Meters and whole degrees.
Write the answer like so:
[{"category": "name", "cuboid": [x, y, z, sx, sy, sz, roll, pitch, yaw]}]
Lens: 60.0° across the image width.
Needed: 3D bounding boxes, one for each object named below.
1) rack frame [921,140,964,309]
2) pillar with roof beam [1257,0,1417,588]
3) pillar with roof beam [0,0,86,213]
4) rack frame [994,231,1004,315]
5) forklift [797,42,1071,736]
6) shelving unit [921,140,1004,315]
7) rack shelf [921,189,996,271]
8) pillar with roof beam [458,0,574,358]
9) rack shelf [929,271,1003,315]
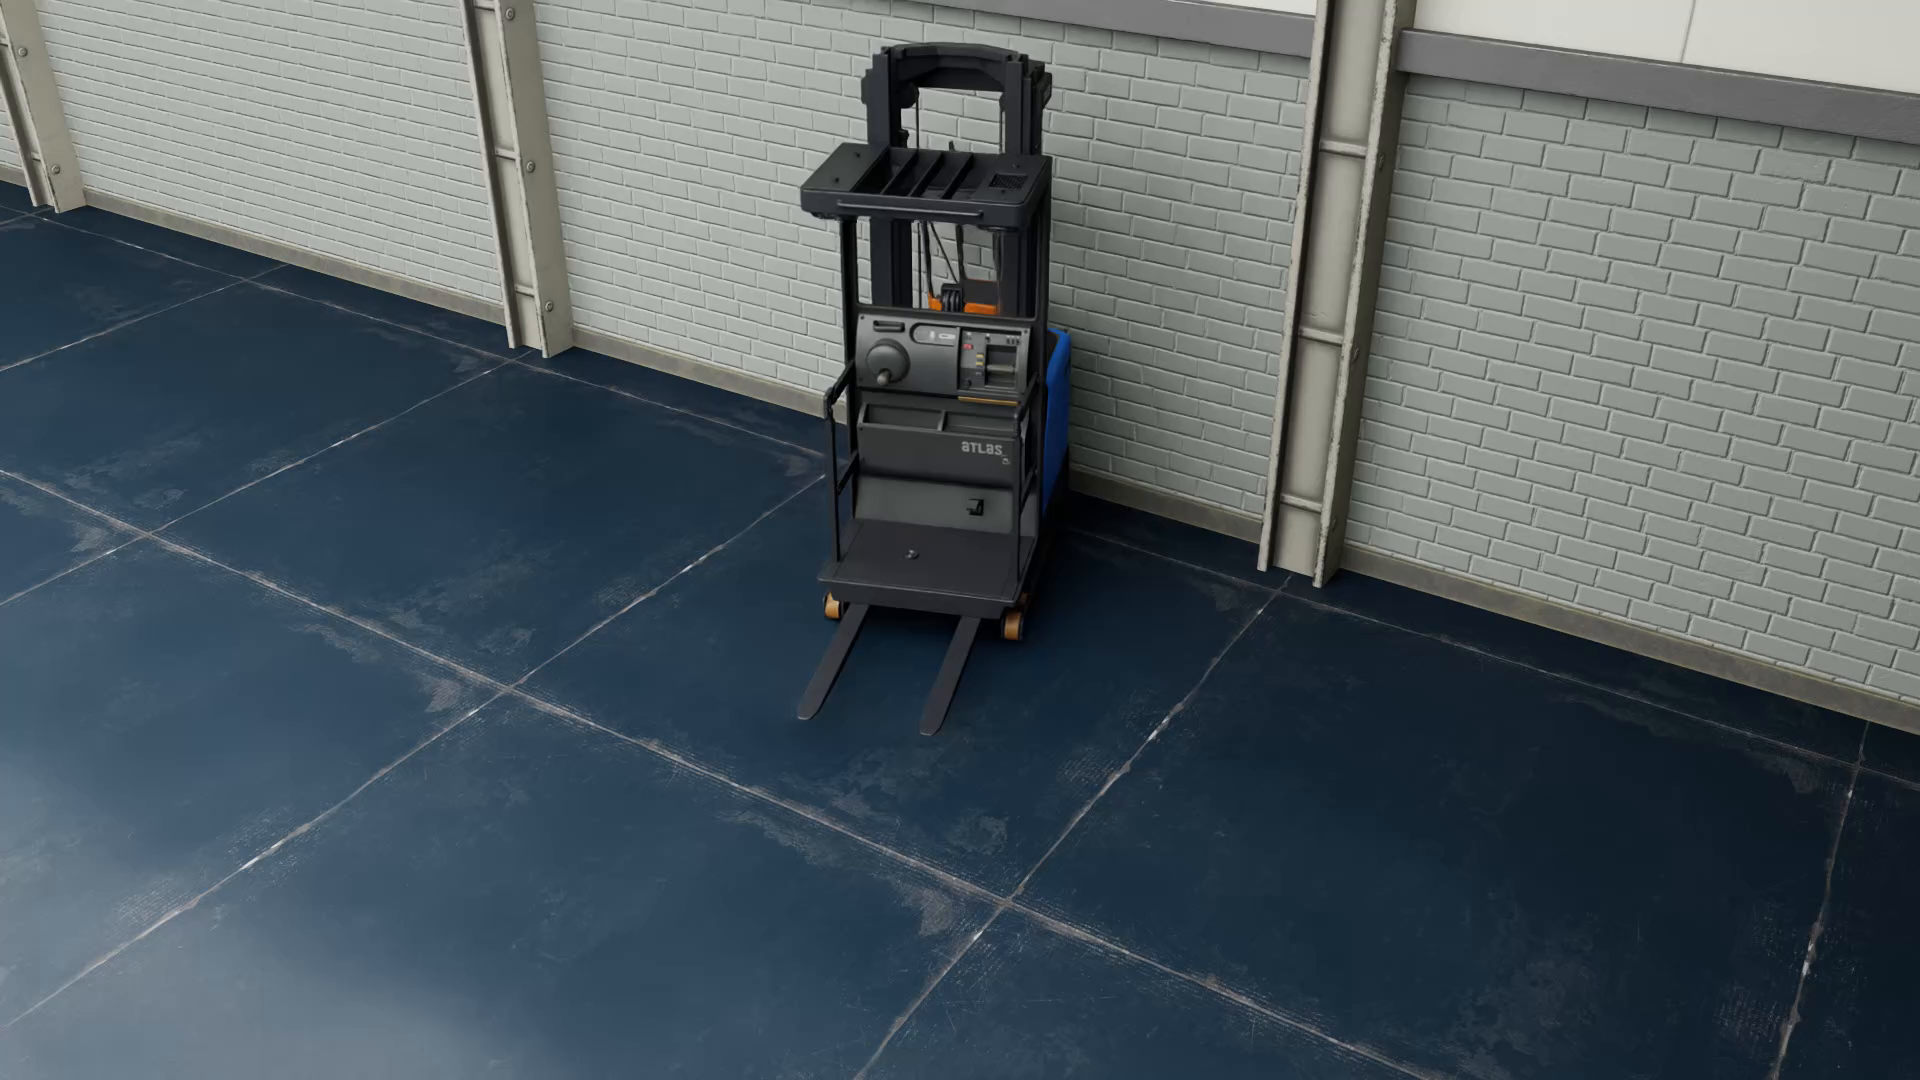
[{"category": "rack frame", "cuboid": [-0.063, -1.337, 10.127, 0.015, 2.100, 0.400, 12, 32, 30]}, {"category": "pillar with roof beam", "cuboid": [-0.320, -1.894, 4.238, 0.400, 9.000, 9.100, 18, 35, 27]}, {"category": "pillar with roof beam", "cuboid": [-10.484, -5.108, 9.749, 0.400, 9.000, 9.100, 18, 35, 27]}, {"category": "rack frame", "cuboid": [0.352, -1.250, 9.885, 0.015, 2.100, 0.400, 12, 32, 30]}, {"category": "forklift", "cuboid": [-0.136, -0.926, 8.602, 1.130, 2.935, 3.031, 6, 31, 11]}, {"category": "shelving unit", "cuboid": [0.144, -1.294, 10.006, 0.503, 2.100, 0.431, 12, 32, 30]}, {"category": "rack shelf", "cuboid": [0.089, -1.901, 9.691, 0.480, 0.518, 0.431, 12, 32, 30]}, {"category": "pillar with roof beam", "cuboid": [-5.402, -3.501, 6.994, 0.400, 9.000, 9.100, 18, 35, 27]}, {"category": "rack shelf", "cuboid": [0.145, -1.282, 10.012, 0.480, 0.518, 0.431, 12, 32, 30]}]
